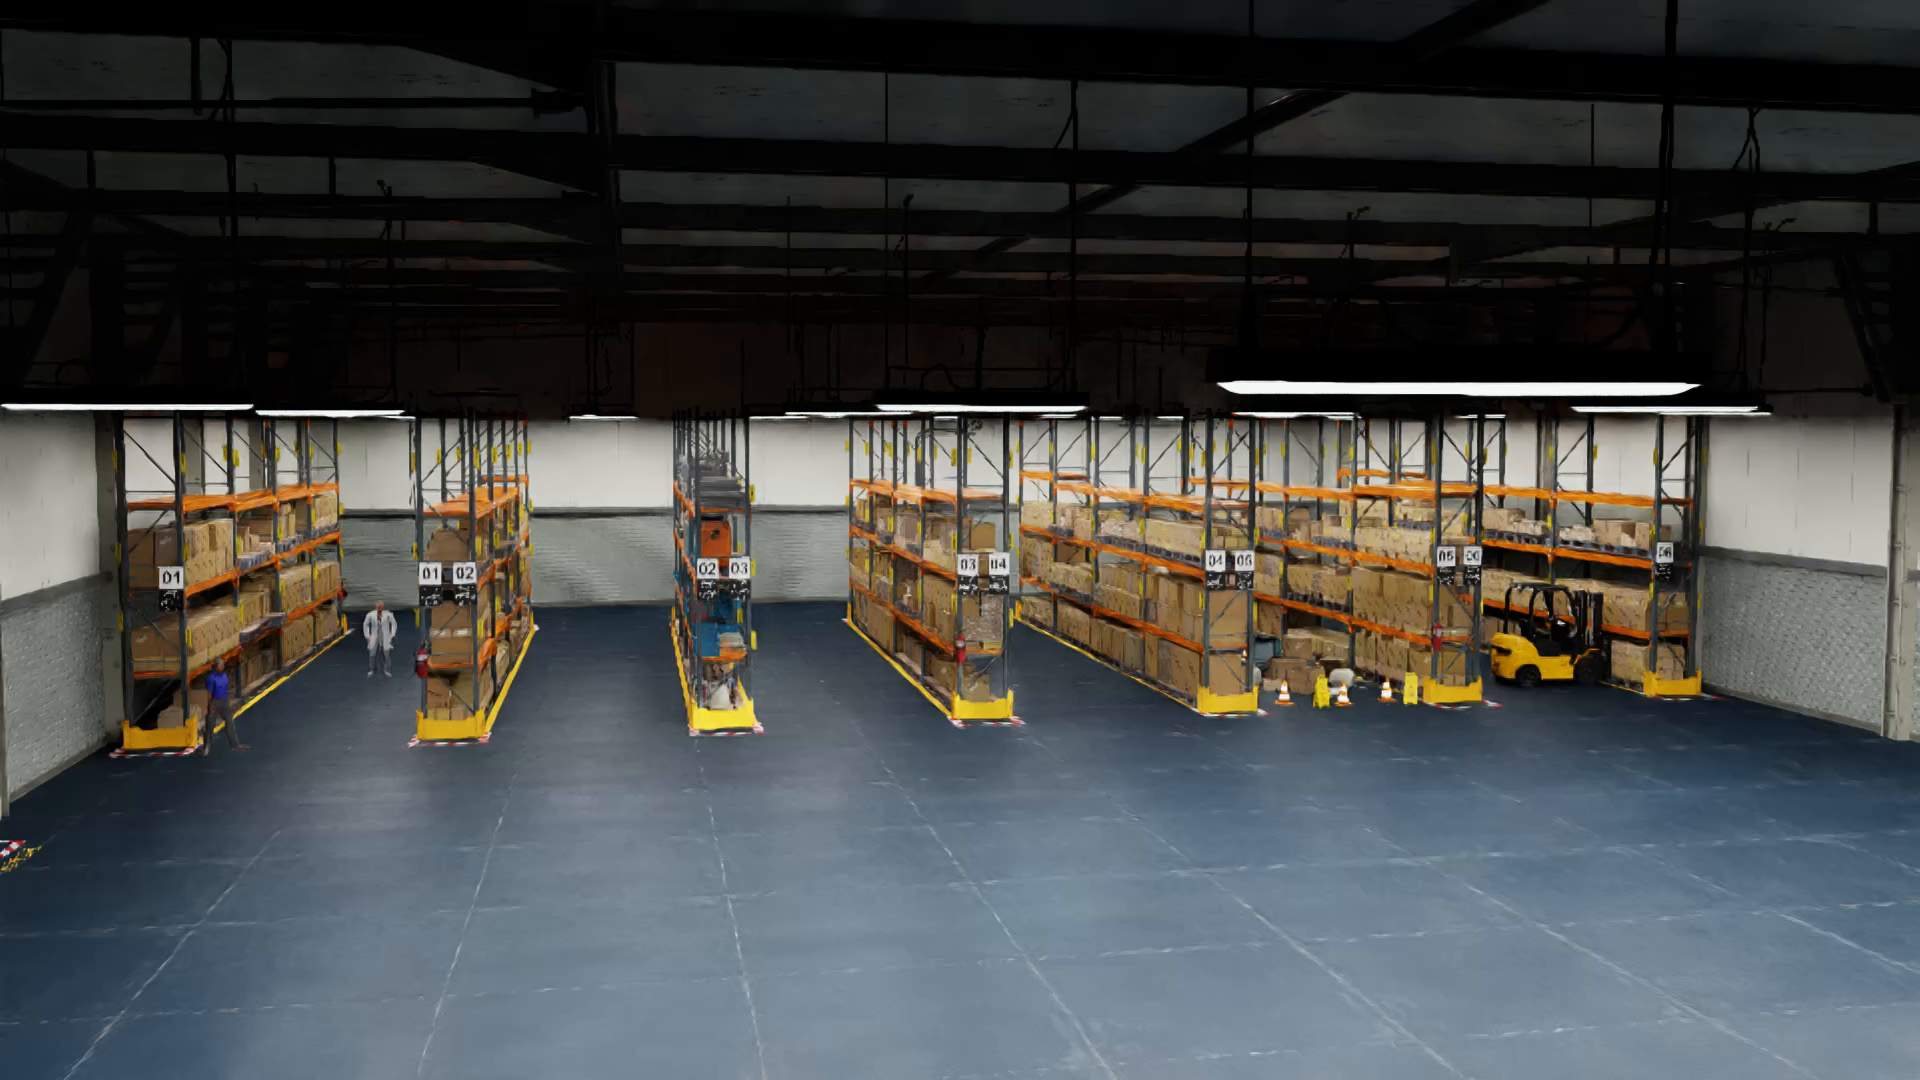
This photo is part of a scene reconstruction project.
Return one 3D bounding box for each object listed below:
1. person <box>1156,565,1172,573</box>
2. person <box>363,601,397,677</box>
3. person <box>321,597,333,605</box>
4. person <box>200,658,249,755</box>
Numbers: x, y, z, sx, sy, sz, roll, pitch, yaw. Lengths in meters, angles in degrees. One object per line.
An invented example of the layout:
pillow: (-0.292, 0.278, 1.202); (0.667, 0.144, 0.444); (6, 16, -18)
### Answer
person: (6.353, 1.153, 51.352); (0.460, 1.699, 0.721); (-4, 5, -42)
person: (-13.011, 2.210, 37.309); (0.729, 1.733, 0.546); (-1, 4, -13)
person: (-17.609, 1.550, 46.017); (0.578, 1.770, 0.771); (2, 4, 25)
person: (-12.751, 2.855, 28.693); (0.556, 1.636, 0.700); (2, 5, 26)
